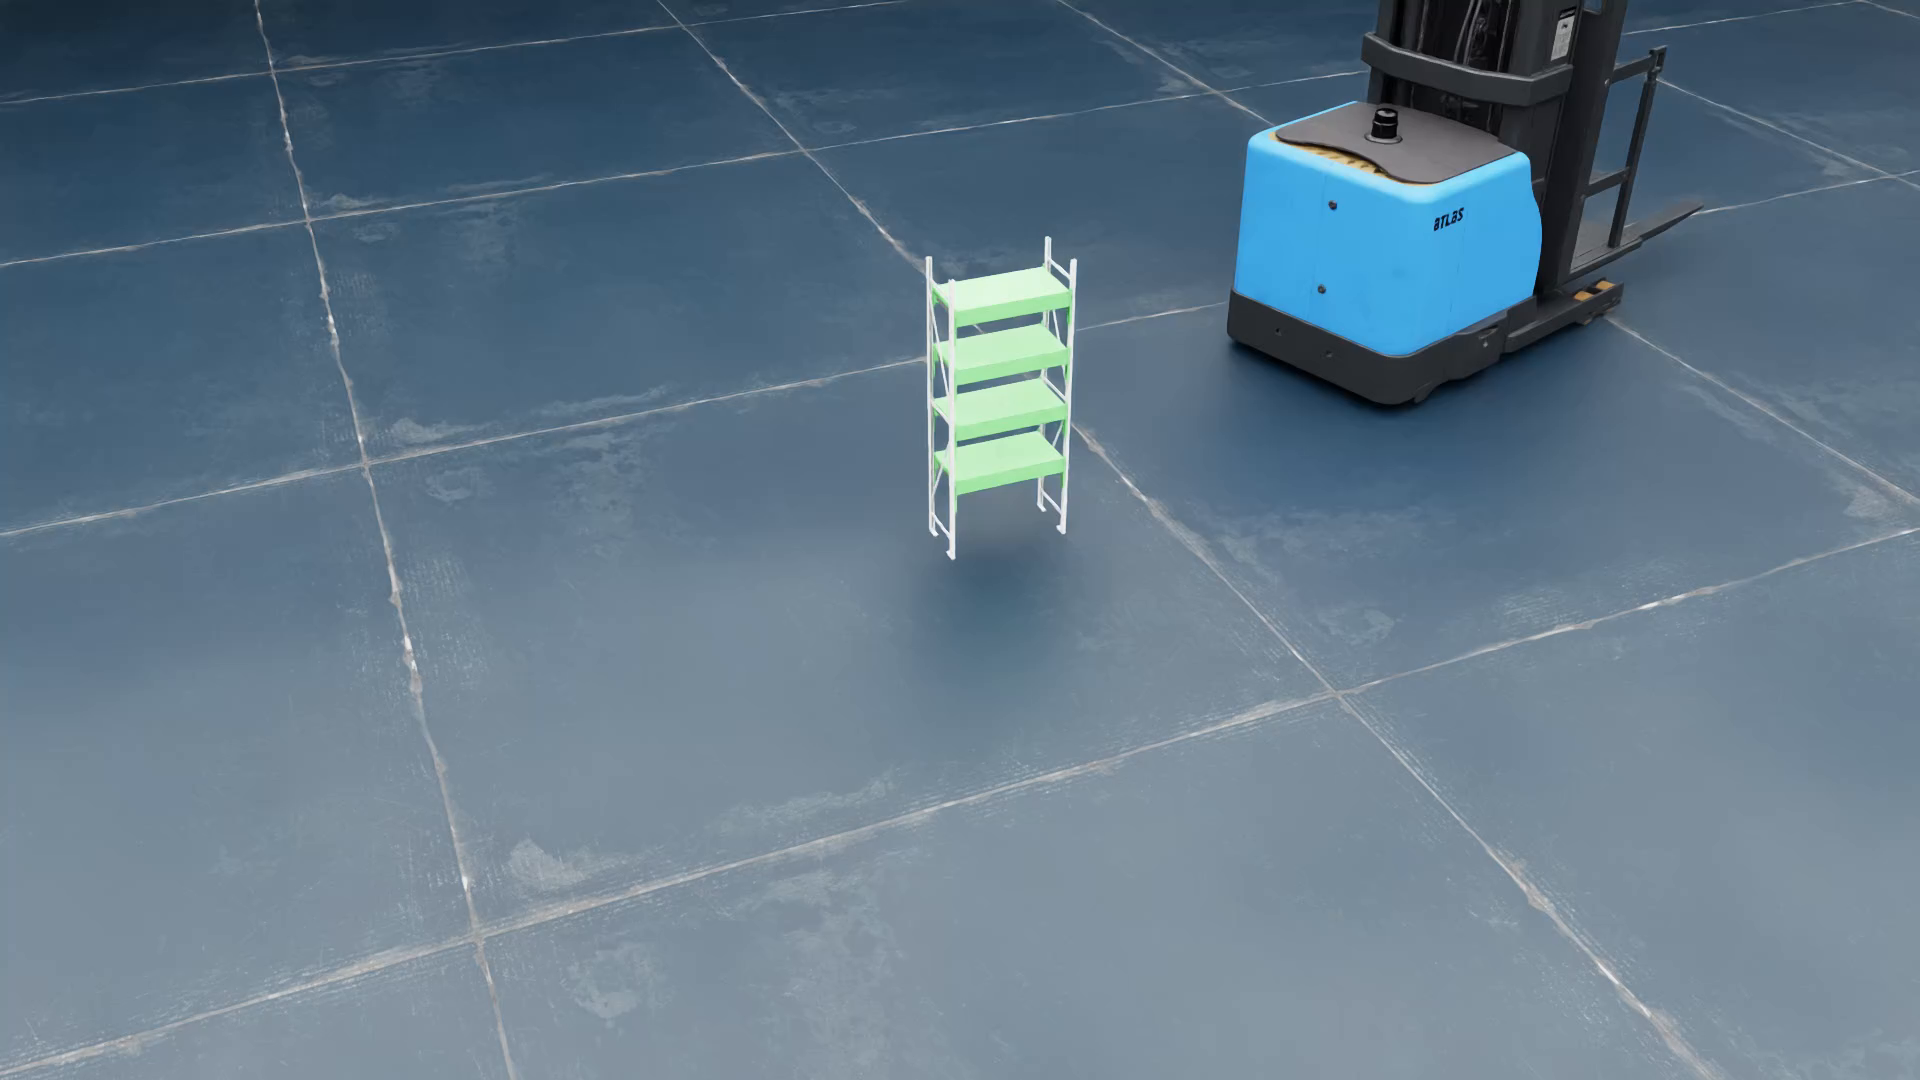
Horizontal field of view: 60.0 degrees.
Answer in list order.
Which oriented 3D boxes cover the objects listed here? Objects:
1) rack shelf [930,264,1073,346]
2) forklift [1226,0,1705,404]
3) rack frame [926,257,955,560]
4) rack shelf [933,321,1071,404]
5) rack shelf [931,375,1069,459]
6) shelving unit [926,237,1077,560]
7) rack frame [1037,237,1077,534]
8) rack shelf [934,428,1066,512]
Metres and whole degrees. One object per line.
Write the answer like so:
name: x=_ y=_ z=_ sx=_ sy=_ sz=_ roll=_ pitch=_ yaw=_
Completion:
rack shelf: x=0.153 y=-0.887 z=6.250 sx=0.480 sy=0.148 sz=0.258 roll=-13 pitch=35 yaw=-19
forklift: x=2.762 y=-2.514 z=7.926 sx=3.031 sy=2.935 sz=1.130 roll=-25 pitch=41 yaw=-33
rack frame: x=-0.072 y=-0.486 z=6.397 sx=0.015 sy=1.200 sz=0.240 roll=-13 pitch=35 yaw=-19
rack shelf: x=0.153 y=-0.685 z=6.380 sx=0.480 sy=0.148 sz=0.258 roll=-13 pitch=35 yaw=-19
rack shelf: x=0.153 y=-0.484 z=6.511 sx=0.480 sy=0.148 sz=0.258 roll=-13 pitch=35 yaw=-19
shelving unit: x=0.153 y=-0.538 z=6.476 sx=0.503 sy=1.200 sz=0.258 roll=-13 pitch=35 yaw=-19
rack frame: x=0.378 y=-0.589 z=6.556 sx=0.015 sy=1.200 sz=0.240 roll=-13 pitch=35 yaw=-19
rack shelf: x=0.153 y=-0.283 z=6.642 sx=0.480 sy=0.148 sz=0.258 roll=-13 pitch=35 yaw=-19
